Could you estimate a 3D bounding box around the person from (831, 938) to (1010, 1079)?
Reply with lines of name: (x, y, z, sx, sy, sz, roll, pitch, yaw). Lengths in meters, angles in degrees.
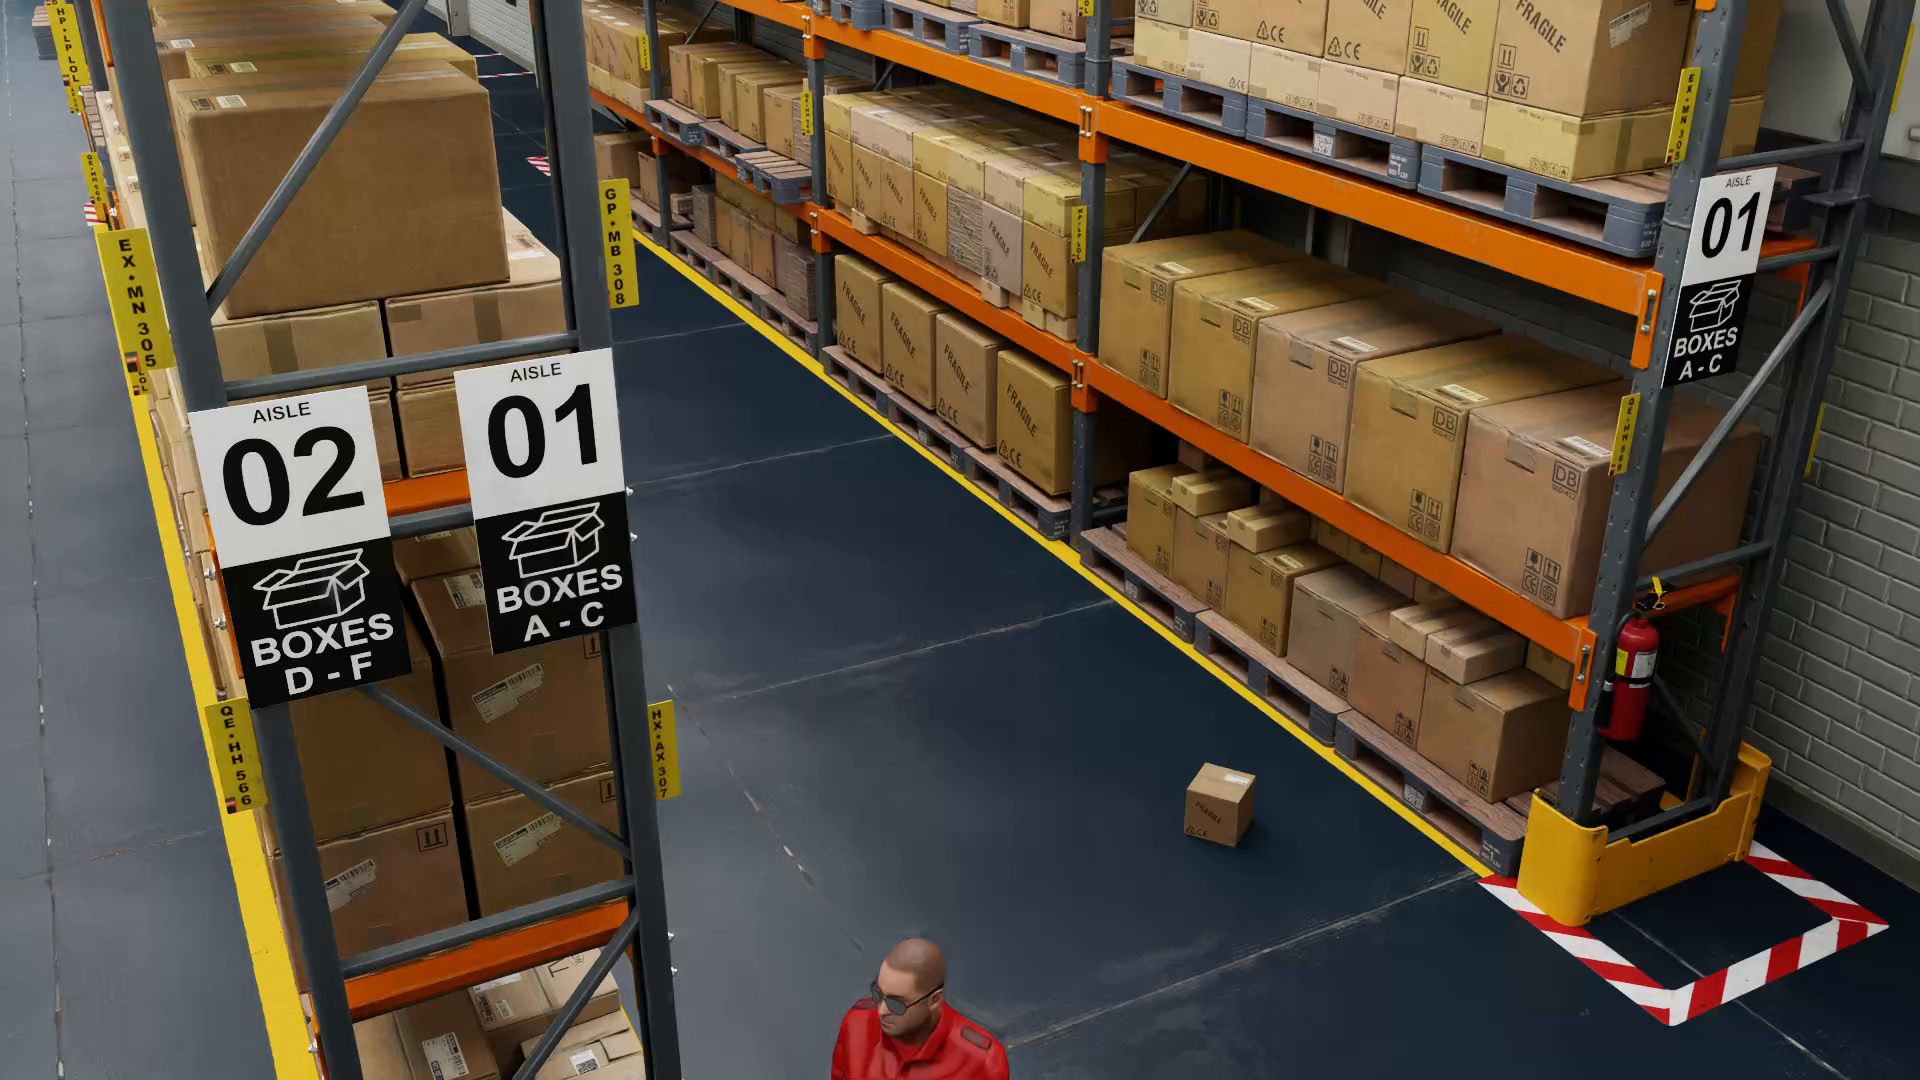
person: (-0.148, 1.891, 4.626, 0.567, 1.755, 0.472, 13, 28, 25)
